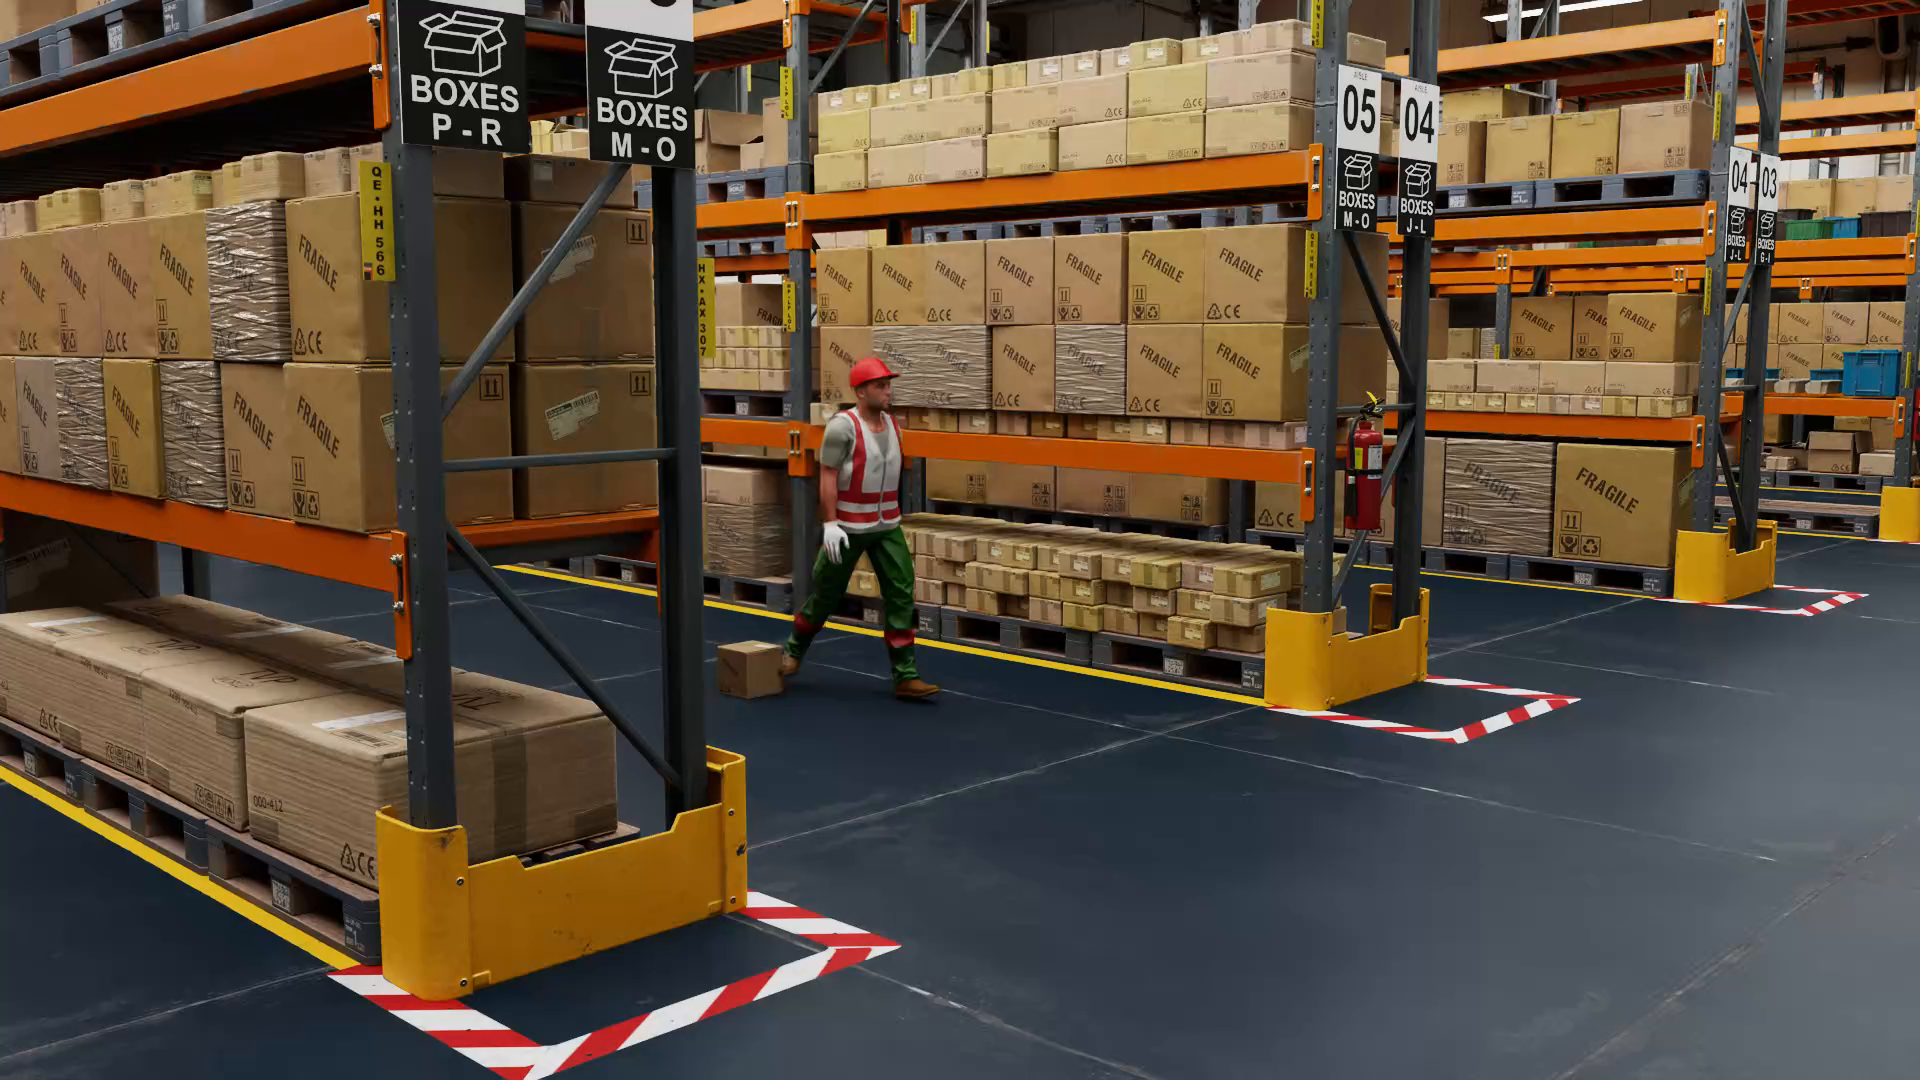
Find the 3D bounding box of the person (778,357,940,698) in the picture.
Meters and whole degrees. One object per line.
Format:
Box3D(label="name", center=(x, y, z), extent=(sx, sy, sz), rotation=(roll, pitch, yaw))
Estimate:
Box3D(label="person", center=(-0.555, -0.064, 8.686), extent=(0.581, 1.774, 0.950), rotation=(-6, 9, -39))
